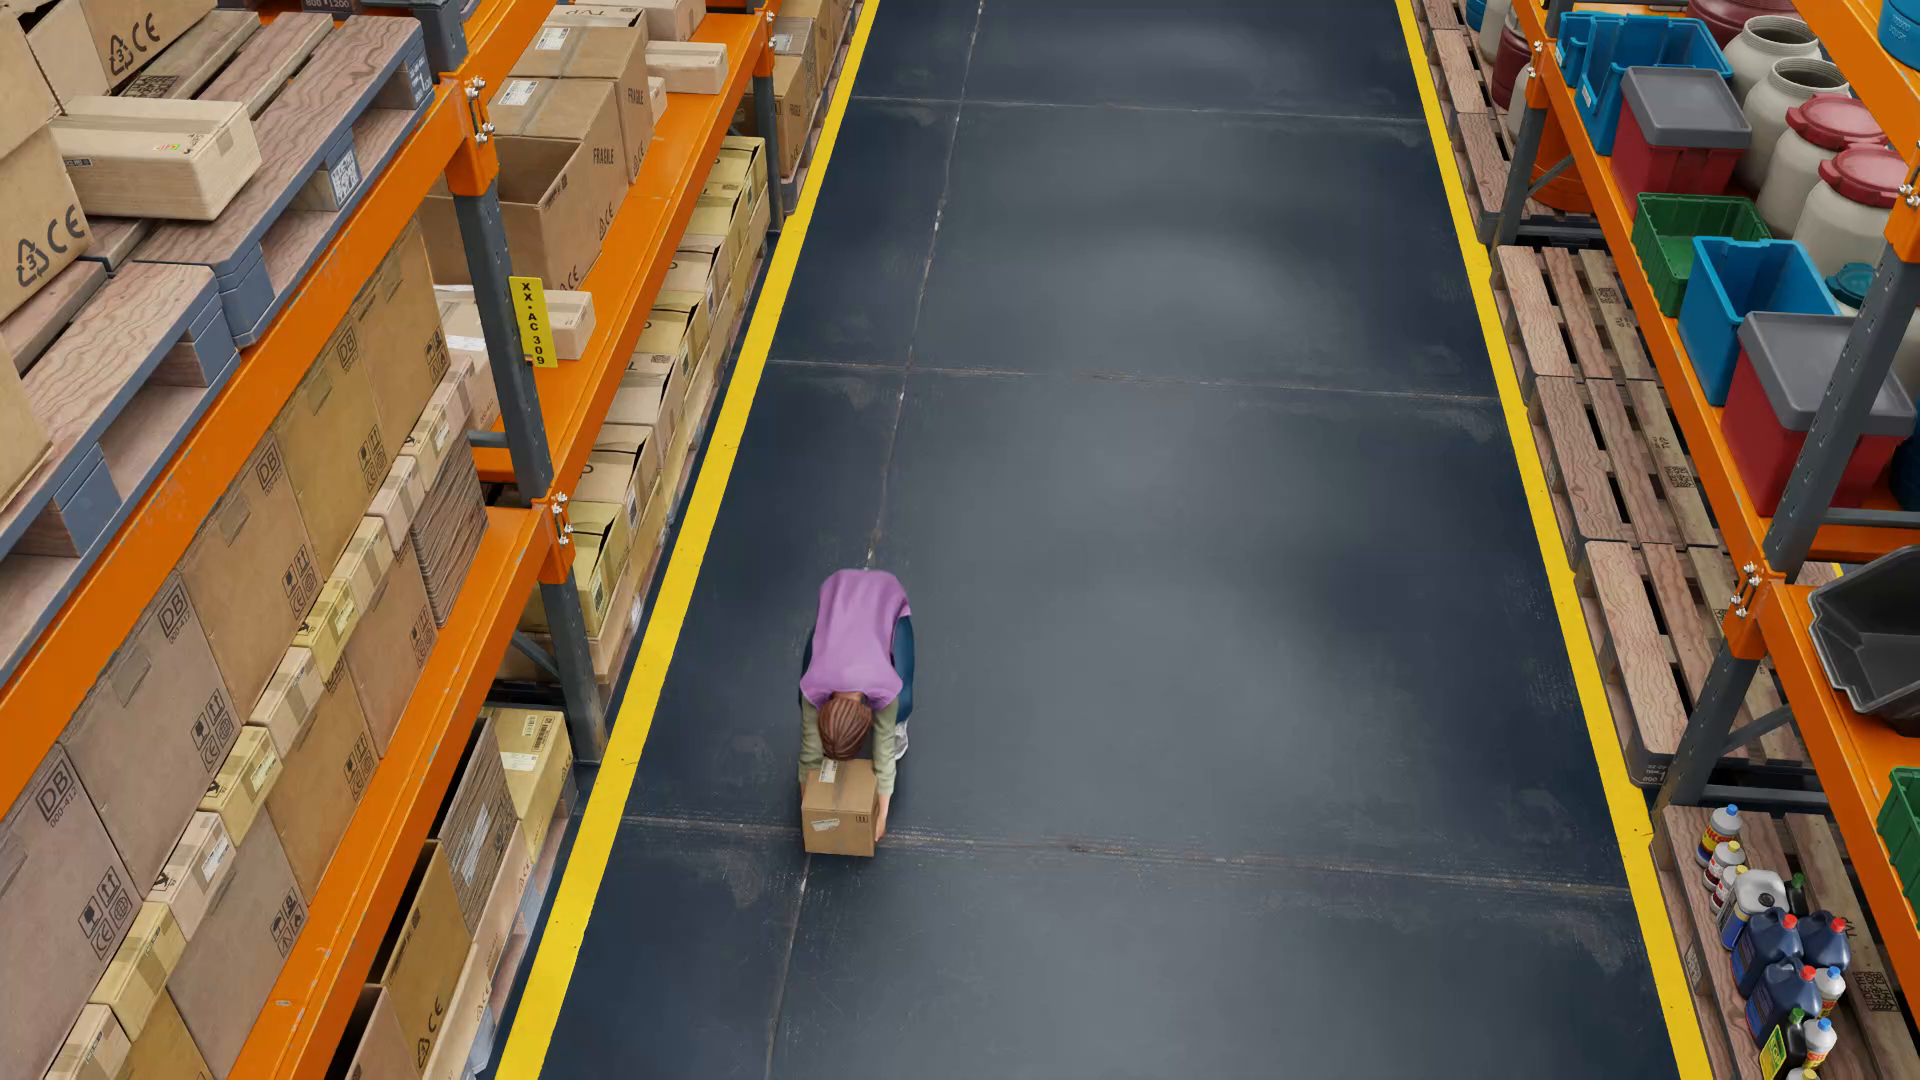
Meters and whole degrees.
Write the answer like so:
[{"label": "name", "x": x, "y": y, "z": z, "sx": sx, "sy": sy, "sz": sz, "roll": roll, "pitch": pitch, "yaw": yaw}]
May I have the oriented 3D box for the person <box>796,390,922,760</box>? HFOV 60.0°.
[{"label": "person", "x": -0.359, "y": 0.161, "z": 5.970, "sx": 0.444, "sy": 1.603, "sz": 0.411, "roll": 5, "pitch": 41, "yaw": 6}]
